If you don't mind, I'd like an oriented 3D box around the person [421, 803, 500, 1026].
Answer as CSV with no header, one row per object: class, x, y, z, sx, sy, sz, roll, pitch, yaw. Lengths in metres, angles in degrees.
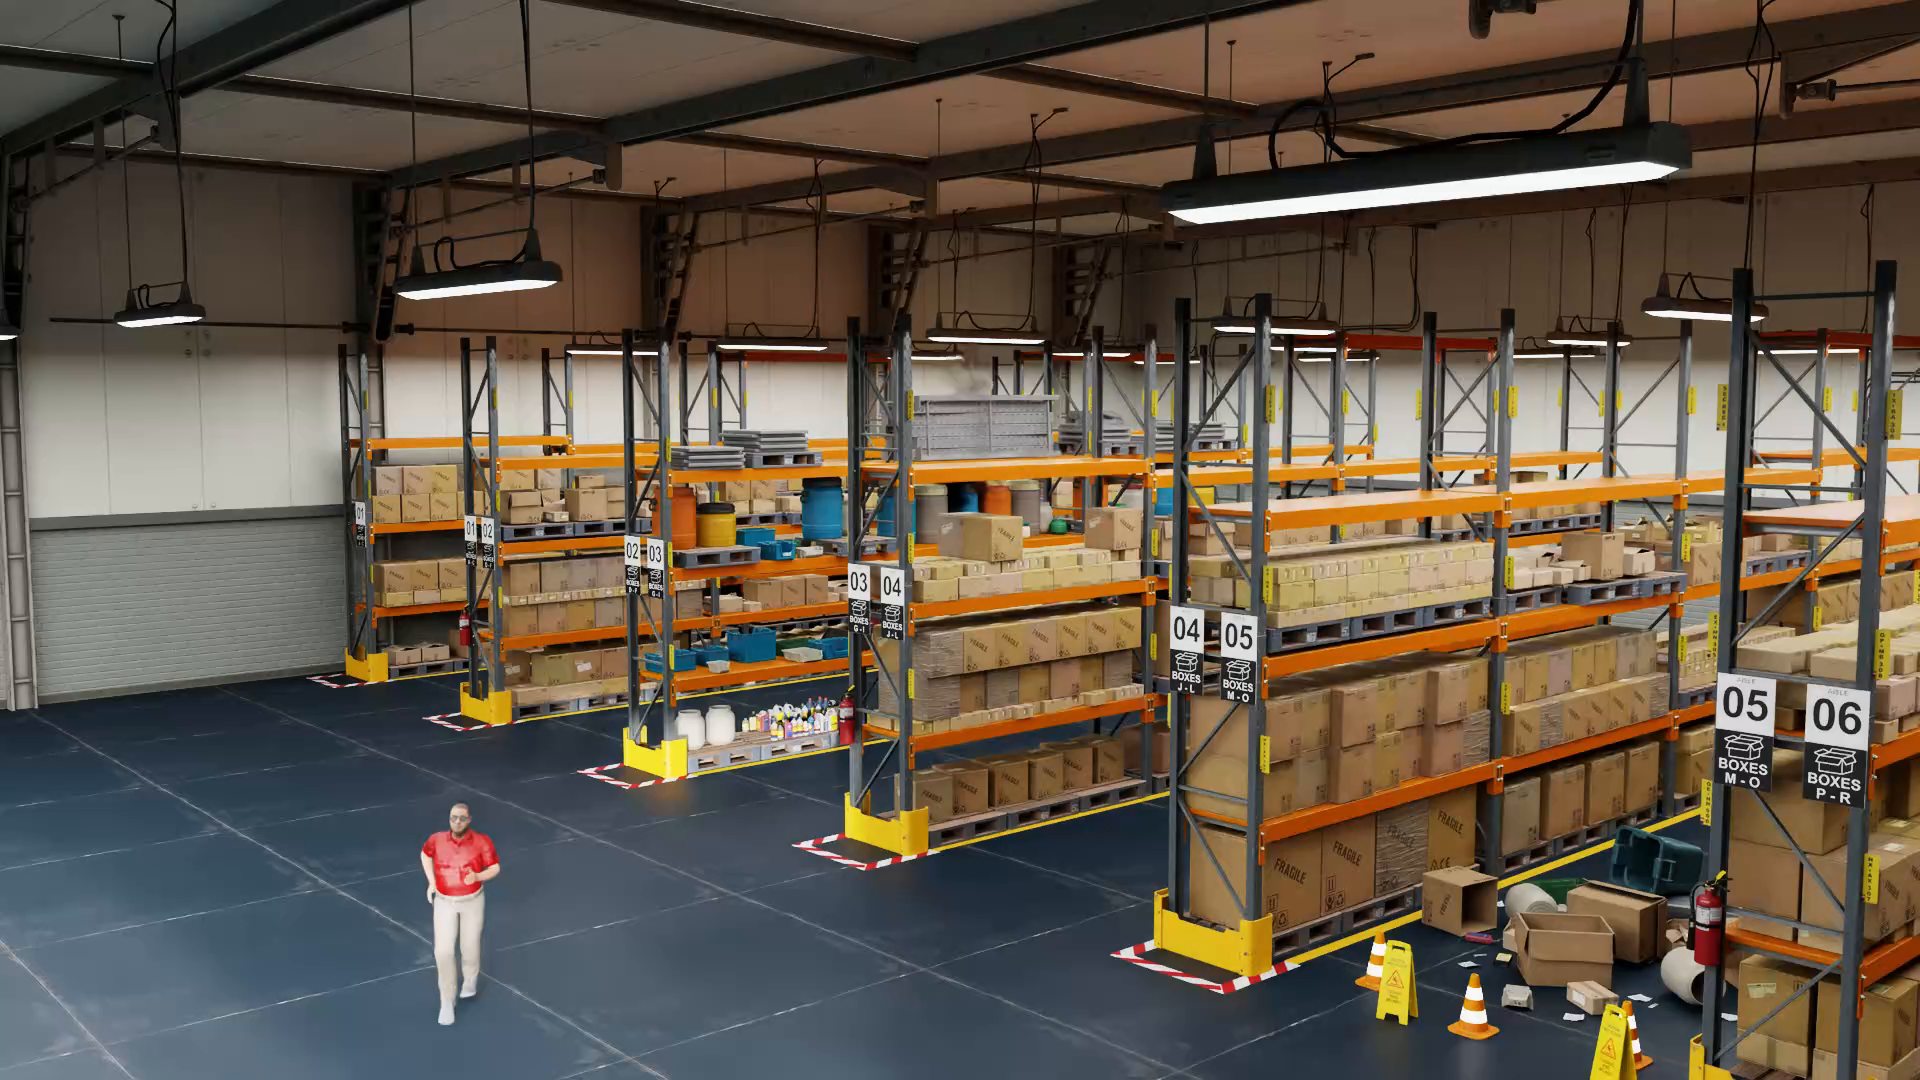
person,-4.155,3.081,13.855,0.642,1.803,0.813,-1,5,-14
